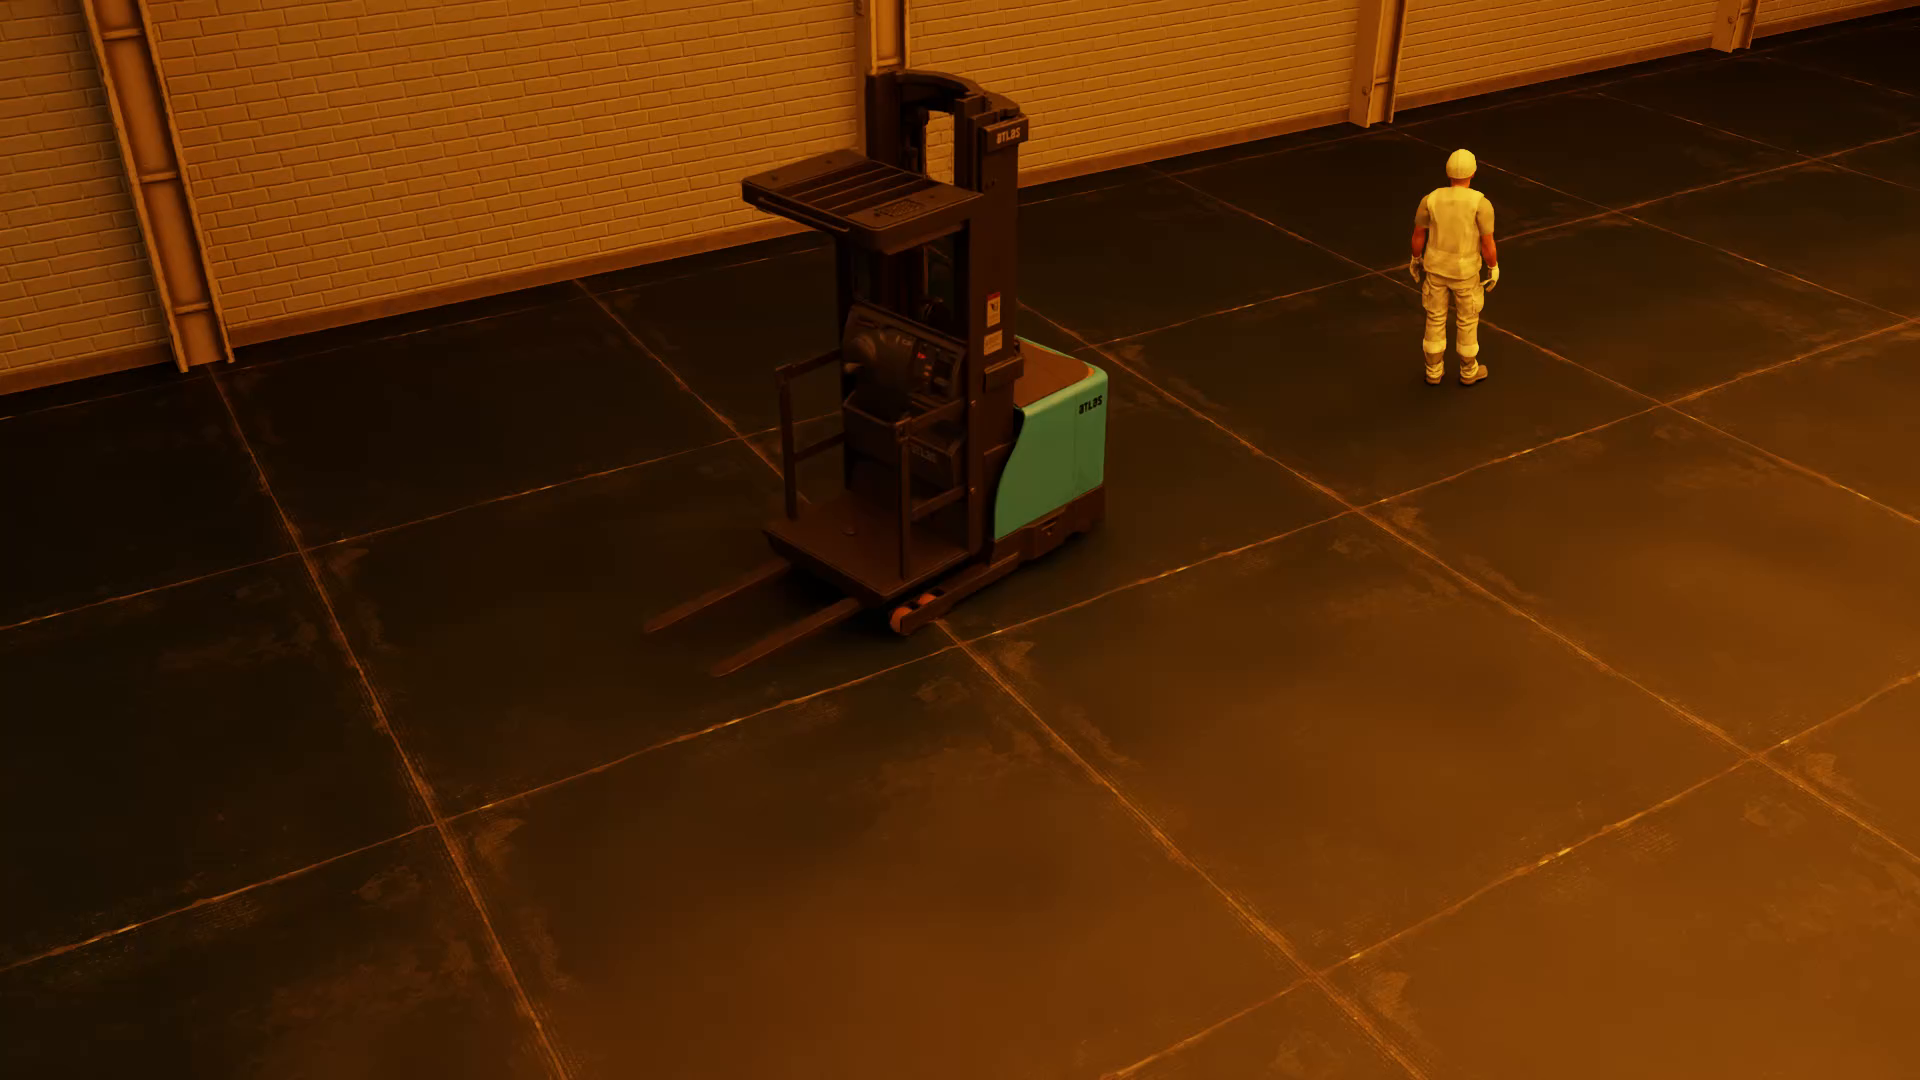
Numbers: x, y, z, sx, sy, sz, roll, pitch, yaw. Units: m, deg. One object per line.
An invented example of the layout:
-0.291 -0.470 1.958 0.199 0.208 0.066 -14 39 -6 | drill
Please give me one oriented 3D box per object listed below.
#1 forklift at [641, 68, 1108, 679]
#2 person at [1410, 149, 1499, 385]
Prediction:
-0.475 -1.005 9.326 1.130 2.935 3.031 27 40 37 | forklift
3.600 -1.985 12.060 0.637 1.790 0.561 18 35 27 | person
